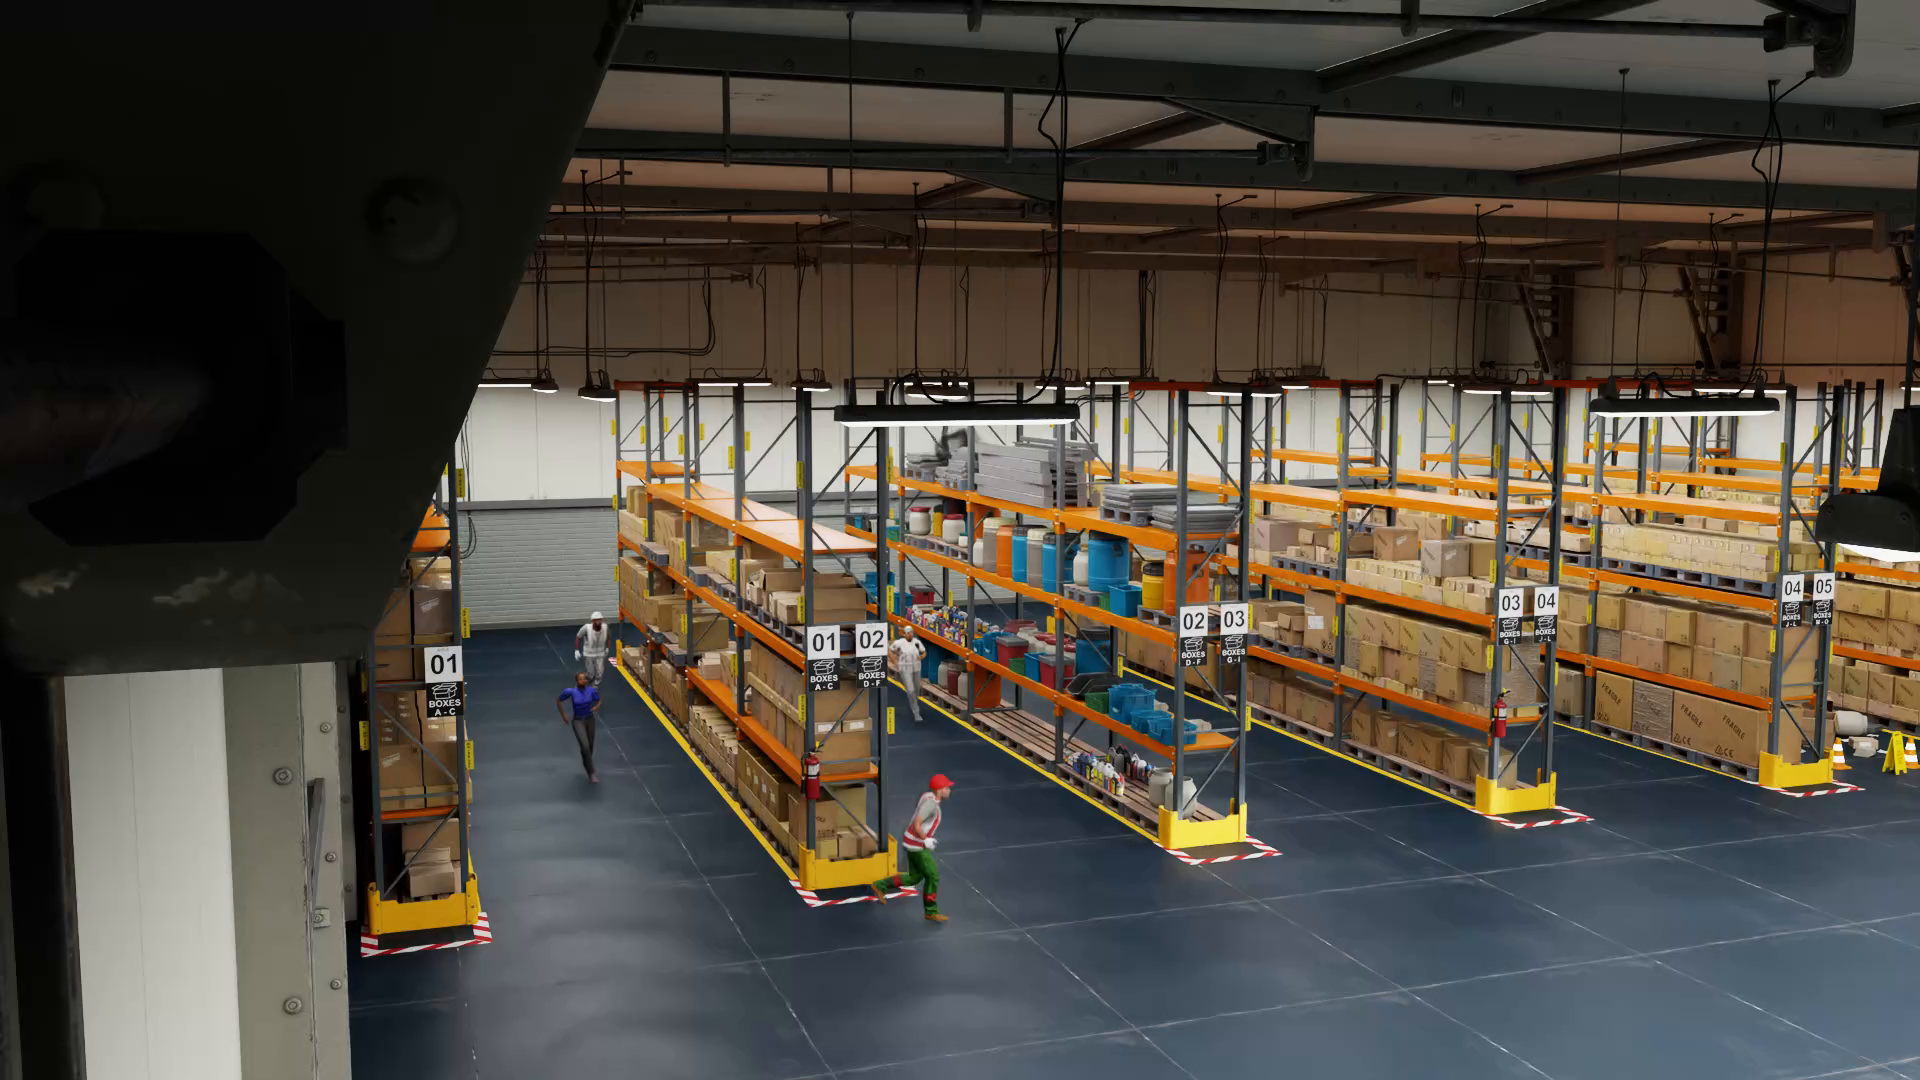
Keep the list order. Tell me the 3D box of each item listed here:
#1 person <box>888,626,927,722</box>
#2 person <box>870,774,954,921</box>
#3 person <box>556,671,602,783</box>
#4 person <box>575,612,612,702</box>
[{"bbox_3d":[-0.913,2.373,29.767,0.676,1.687,0.822,-2,6,-20],"label":"person"},{"bbox_3d":[-0.553,3.507,18.870,0.972,1.728,0.663,1,6,7],"label":"person"},{"bbox_3d":[-5.797,2.892,25.394,0.634,1.598,0.773,-4,7,-32],"label":"person"},{"bbox_3d":[-6.901,2.175,31.333,0.686,1.708,0.696,-4,7,-32],"label":"person"}]
